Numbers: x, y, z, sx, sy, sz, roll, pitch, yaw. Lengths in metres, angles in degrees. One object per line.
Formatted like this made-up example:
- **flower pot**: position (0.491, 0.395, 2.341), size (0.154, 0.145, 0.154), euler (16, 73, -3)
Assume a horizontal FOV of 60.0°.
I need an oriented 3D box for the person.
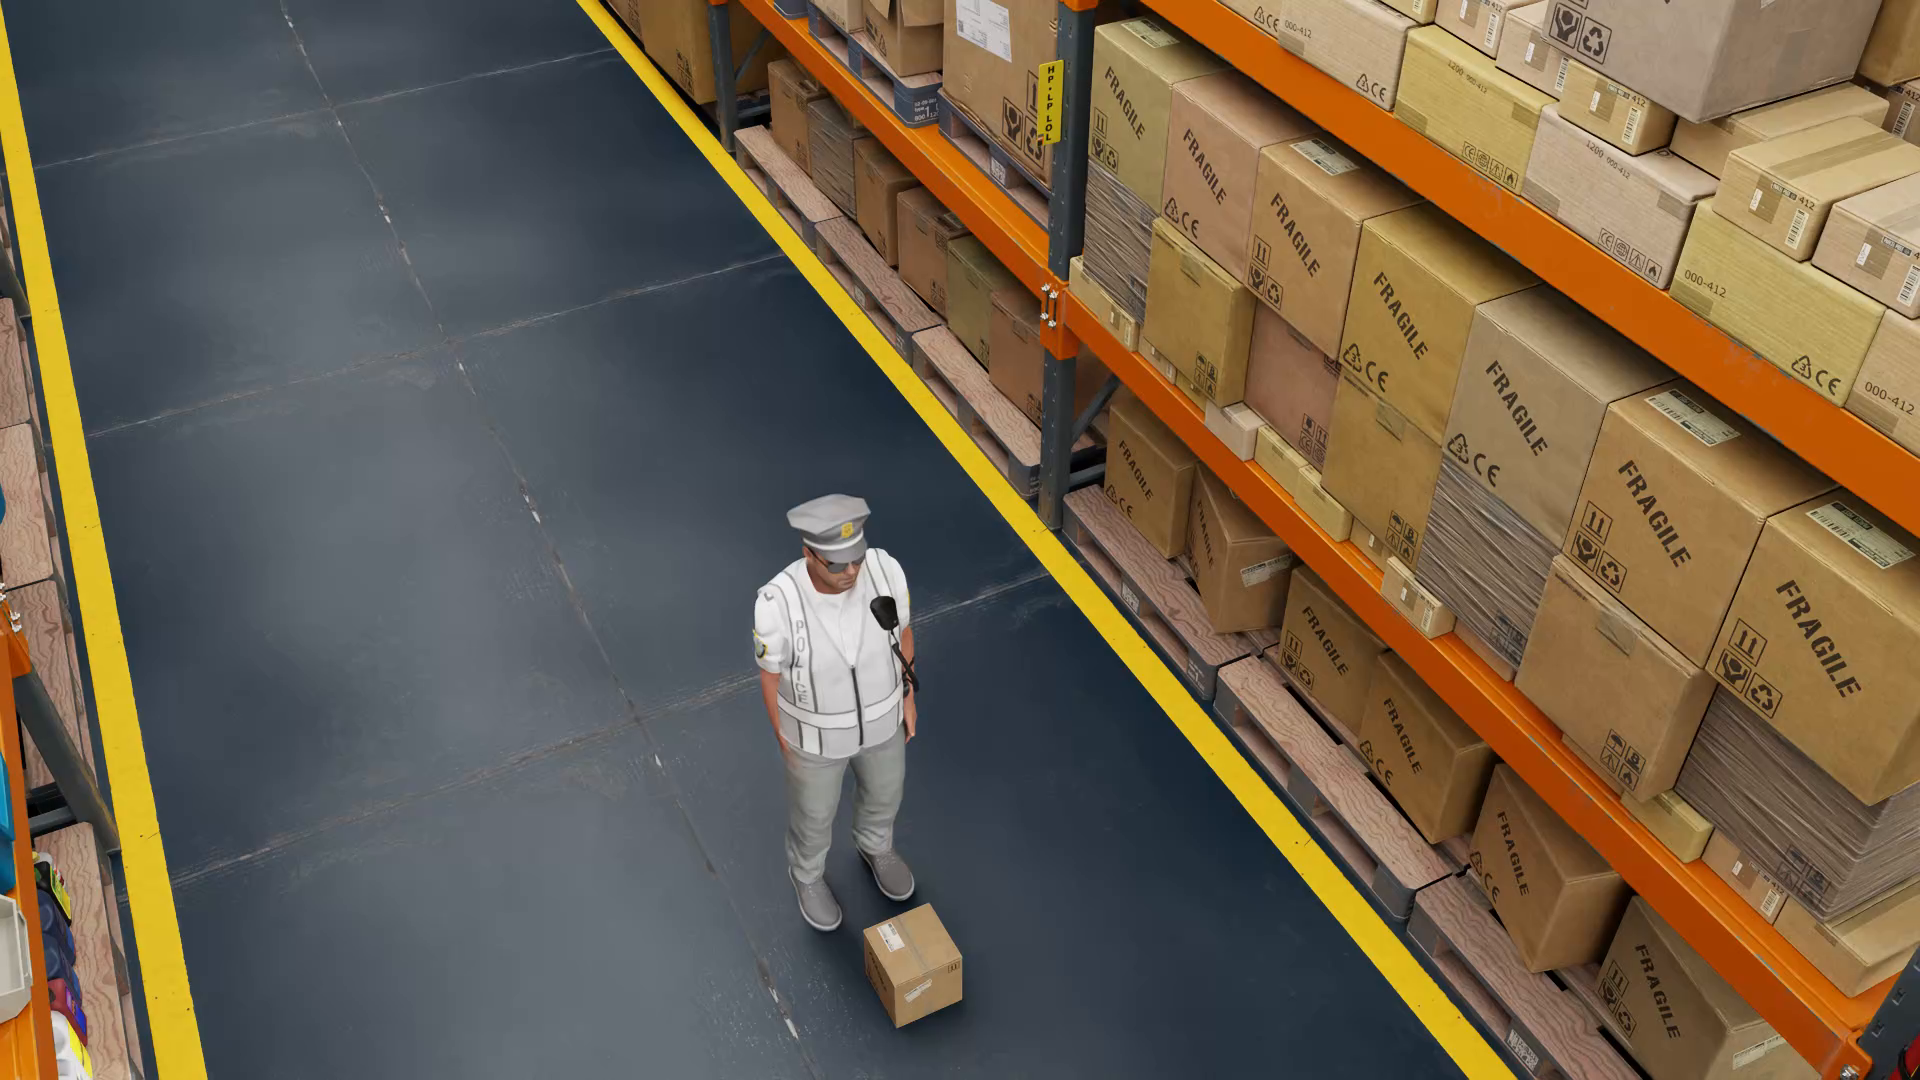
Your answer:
- **person**: position (-0.376, 0.579, 5.483), size (0.527, 1.760, 0.393), euler (-18, 44, -19)
